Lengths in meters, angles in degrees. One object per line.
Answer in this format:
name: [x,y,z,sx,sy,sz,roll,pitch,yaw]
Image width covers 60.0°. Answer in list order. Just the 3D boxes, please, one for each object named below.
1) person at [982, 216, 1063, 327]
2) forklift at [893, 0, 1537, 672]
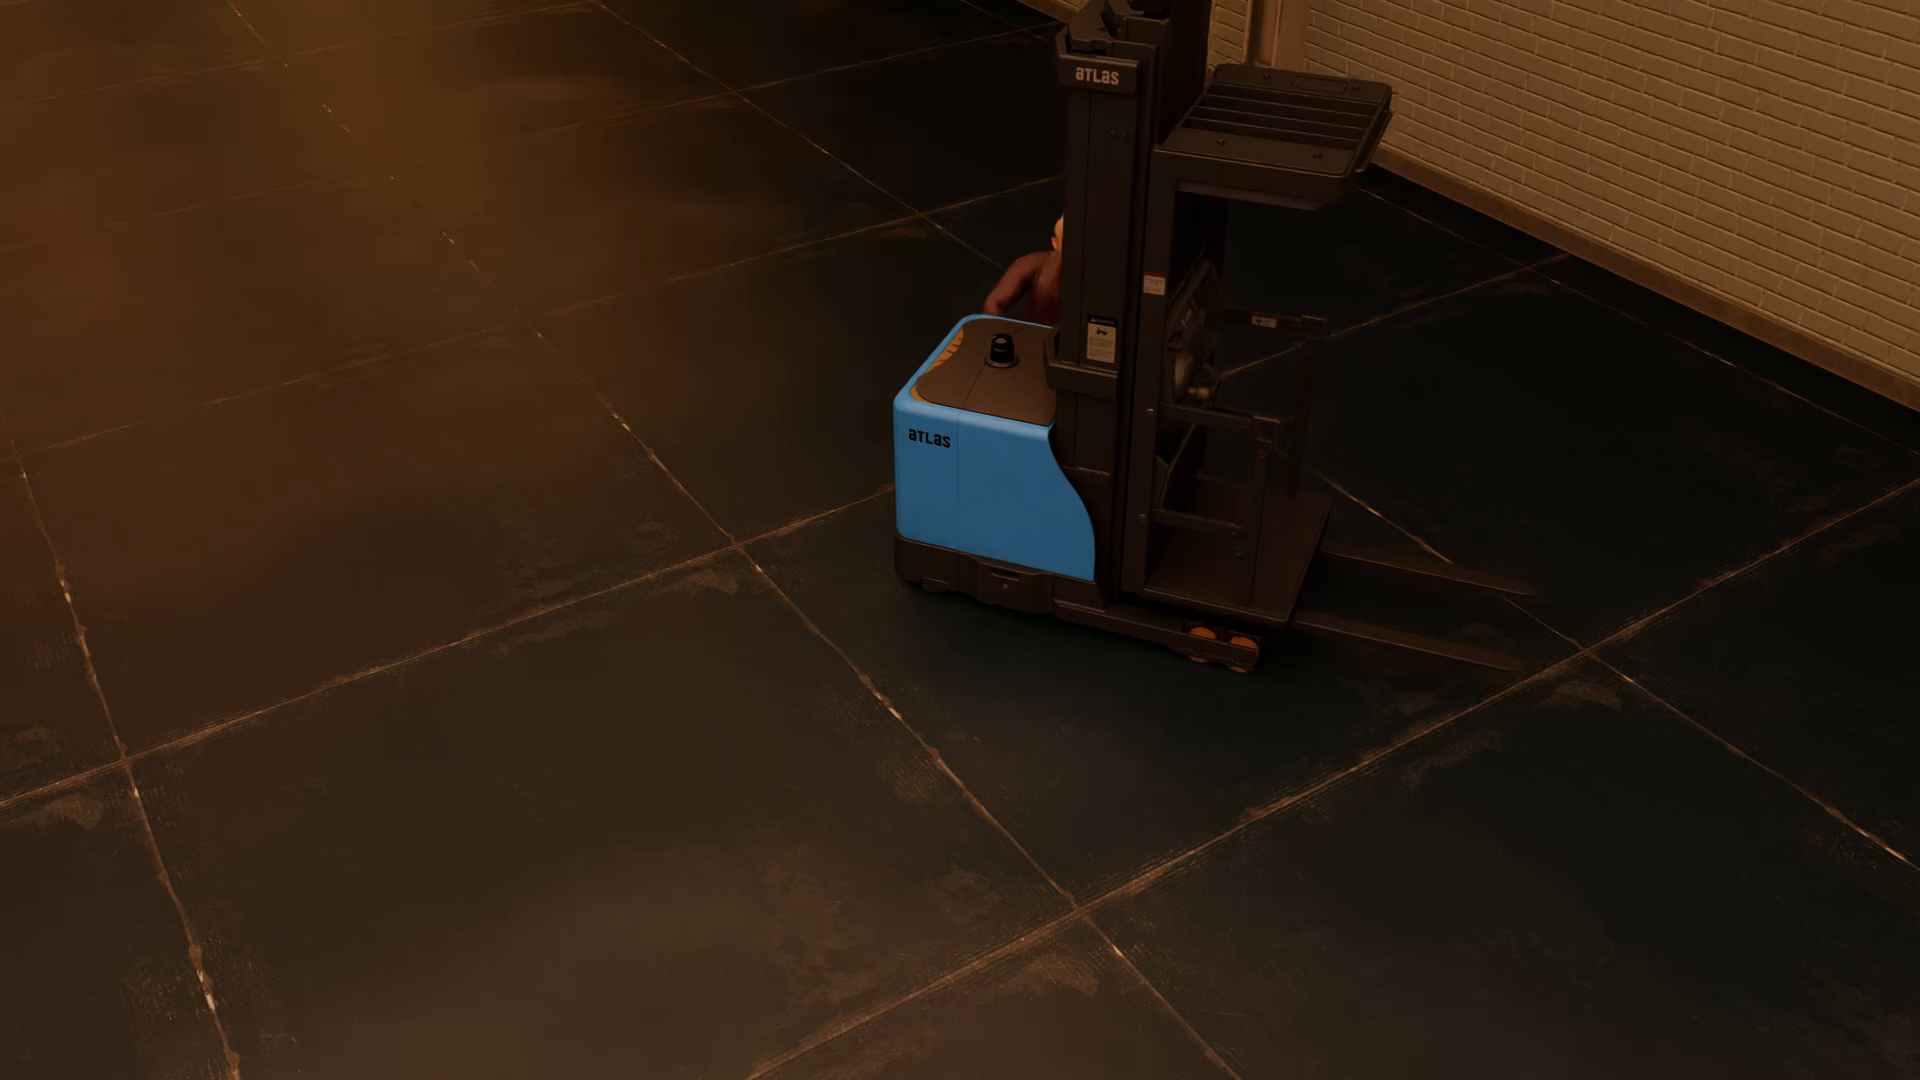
person: [0.600,-0.860,8.650,0.862,1.565,0.908,-10,36,-14]
forklift: [1.240,-0.926,7.465,3.031,2.935,1.130,13,37,17]
